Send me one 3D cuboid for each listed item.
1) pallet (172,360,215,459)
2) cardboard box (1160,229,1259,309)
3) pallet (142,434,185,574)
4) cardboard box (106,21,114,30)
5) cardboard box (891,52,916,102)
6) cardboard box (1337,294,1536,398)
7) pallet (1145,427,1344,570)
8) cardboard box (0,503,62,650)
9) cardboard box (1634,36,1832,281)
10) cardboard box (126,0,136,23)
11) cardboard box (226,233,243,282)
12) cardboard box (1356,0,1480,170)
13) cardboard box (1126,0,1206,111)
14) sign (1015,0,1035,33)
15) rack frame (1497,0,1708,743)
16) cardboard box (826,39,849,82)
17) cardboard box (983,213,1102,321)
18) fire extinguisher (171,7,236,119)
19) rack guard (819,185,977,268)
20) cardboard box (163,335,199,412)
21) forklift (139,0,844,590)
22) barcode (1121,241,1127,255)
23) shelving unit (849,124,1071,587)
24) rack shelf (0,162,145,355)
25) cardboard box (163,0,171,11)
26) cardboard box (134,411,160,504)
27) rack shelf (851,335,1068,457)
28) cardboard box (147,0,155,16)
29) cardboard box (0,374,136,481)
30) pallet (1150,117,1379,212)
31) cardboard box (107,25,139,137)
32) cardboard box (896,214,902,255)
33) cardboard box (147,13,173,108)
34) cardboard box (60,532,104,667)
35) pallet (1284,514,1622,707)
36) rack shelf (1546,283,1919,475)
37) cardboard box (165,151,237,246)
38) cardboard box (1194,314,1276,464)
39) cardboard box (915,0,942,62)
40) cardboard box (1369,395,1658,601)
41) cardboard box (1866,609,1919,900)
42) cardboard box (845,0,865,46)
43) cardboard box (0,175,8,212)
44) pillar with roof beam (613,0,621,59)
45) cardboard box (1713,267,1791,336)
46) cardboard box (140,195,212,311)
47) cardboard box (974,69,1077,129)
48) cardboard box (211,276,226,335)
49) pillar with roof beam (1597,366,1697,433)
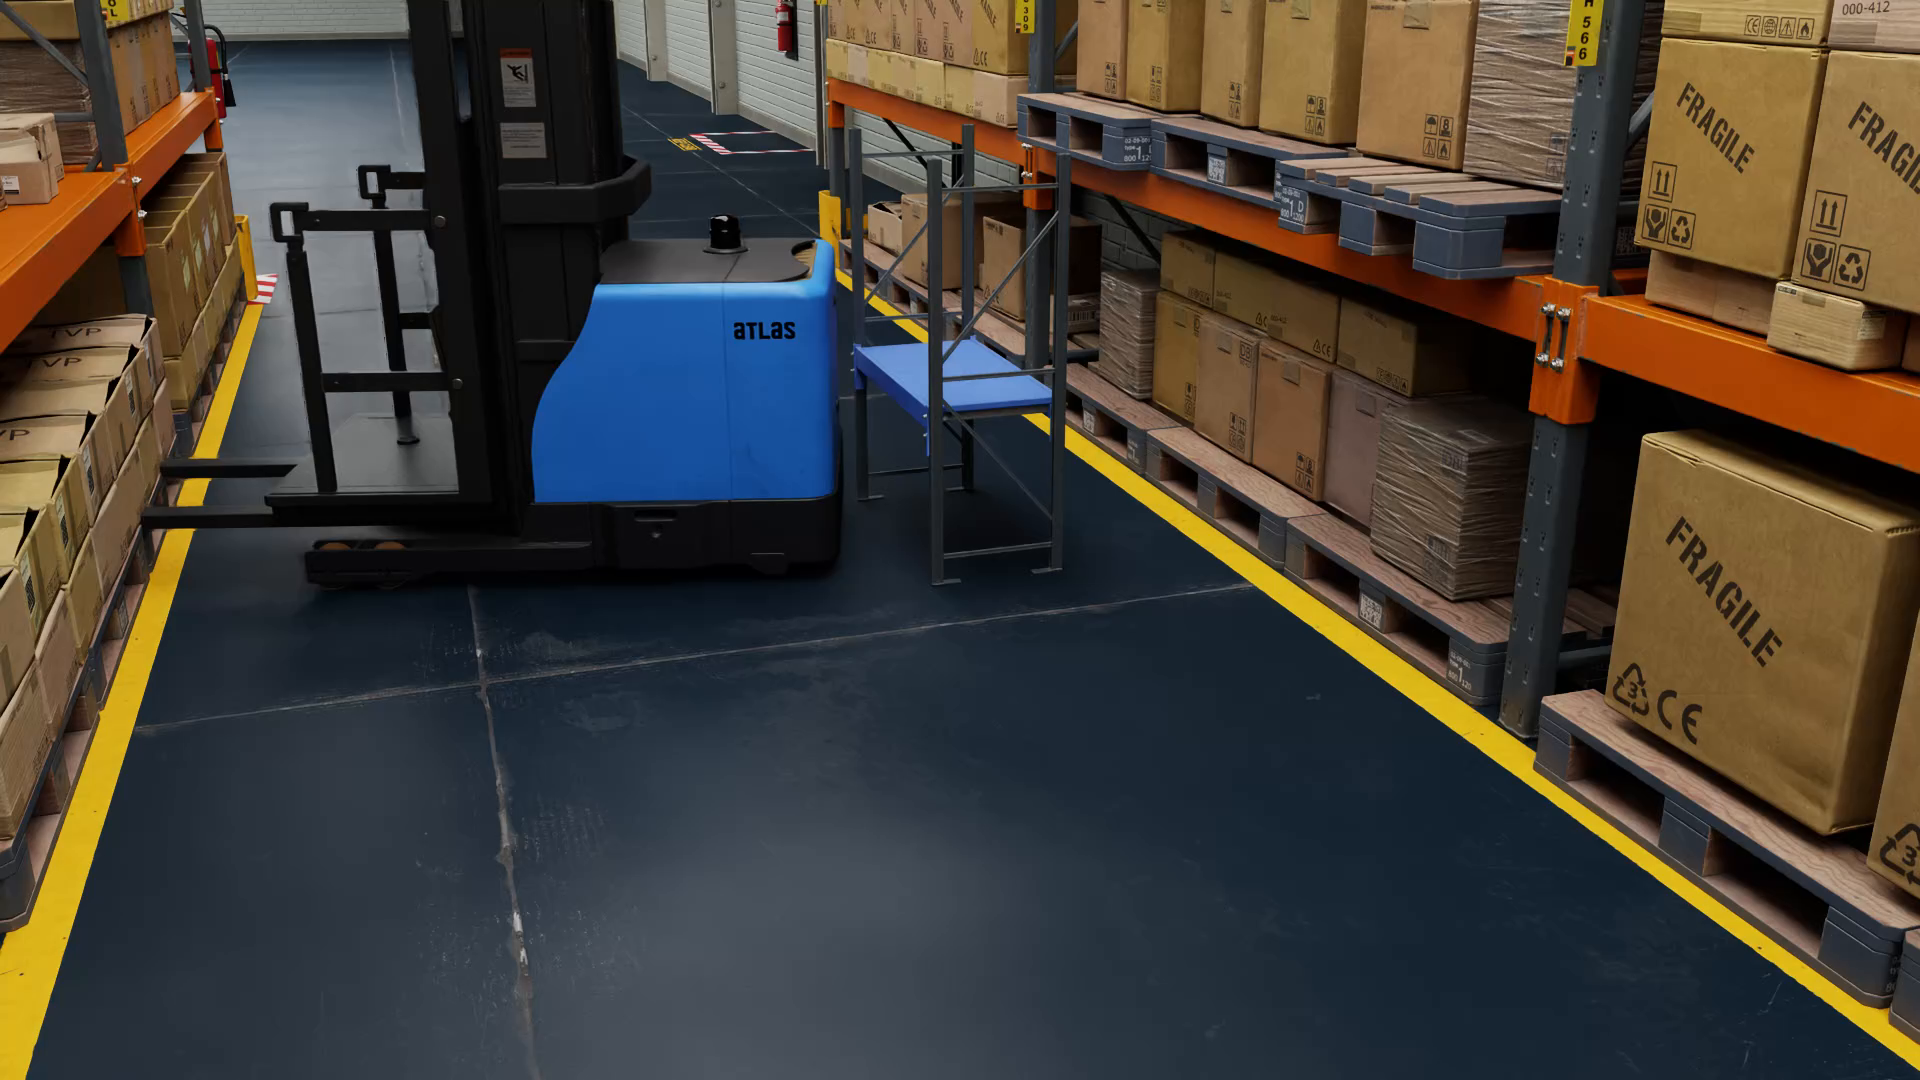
[{"bbox_3d":[-4.092,-0.604,7.787,1.003,0.211,1.213,-6,21,-17],"label":"pallet"},{"bbox_3d":[1.209,-1.193,7.237,0.500,0.250,0.500,-7,21,-18],"label":"cardboard box"},{"bbox_3d":[-3.613,-0.112,6.417,1.003,0.211,1.213,-6,21,-17],"label":"pallet"},{"bbox_3d":[-4.027,-2.363,7.451,0.380,0.149,0.250,-7,21,-18],"label":"cardboard box"},{"bbox_3d":[-0.097,-2.725,9.758,0.500,0.250,0.500,-6,21,-17],"label":"cardboard box"},{"bbox_3d":[1.682,-0.700,5.864,0.500,0.250,0.500,-6,21,-16],"label":"cardboard box"},{"bbox_3d":[1.453,-0.230,6.745,1.003,0.211,1.213,-6,21,-17],"label":"pallet"},{"bbox_3d":[-2.683,0.092,4.339,0.500,0.311,0.500,-7,21,-19],"label":"cardboard box"},{"bbox_3d":[1.987,-0.914,3.907,0.500,0.500,0.500,-6,21,-16],"label":"cardboard box"},{"bbox_3d":[-4.272,-2.613,8.146,0.380,0.149,0.250,-7,21,-18],"label":"cardboard box"},{"bbox_3d":[-4.690,-1.704,10.168,0.500,0.250,0.500,-6,21,-17],"label":"cardboard box"},{"bbox_3d":[1.719,-1.481,5.304,0.700,0.500,0.500,-8,21,-22],"label":"cardboard box"},{"bbox_3d":[1.116,-2.092,7.004,0.700,0.500,0.500,-4,20,-12],"label":"cardboard box"},{"bbox_3d":[0.307,-2.532,7.747,0.100,0.325,0.005,-6,21,-17],"label":"sign"},{"bbox_3d":[2.077,-0.901,4.487,1.000,3.000,0.127,-6,21,-17],"label":"rack frame"},{"bbox_3d":[-0.585,-3.217,11.127,0.500,0.250,0.500,-7,21,-19],"label":"cardboard box"},{"bbox_3d":[0.456,-1.544,9.325,0.500,0.500,0.500,-8,21,-21],"label":"cardboard box"},{"bbox_3d":[-4.735,-2.992,10.422,0.296,0.674,0.183,-6,21,-17],"label":"fire extinguisher"},{"bbox_3d":[-0.413,-2.267,11.990,1.175,0.500,0.348,-6,21,-17],"label":"rack guard"},{"bbox_3d":[-3.739,-0.742,7.490,0.500,0.250,0.500,-6,21,-17],"label":"cardboard box"},{"bbox_3d":[-1.974,-1.384,5.934,3.031,2.935,1.130,-1,20,-3],"label":"forklift"},{"bbox_3d":[0.878,-1.565,8.909,0.001,0.075,0.075,-6,21,-17],"label":"barcode"},{"bbox_3d":[-0.026,-0.733,6.239,0.538,1.500,1.048,-6,21,-17],"label":"shelving unit"},{"bbox_3d":[-3.253,-0.677,4.927,1.077,0.370,4.000,-6,21,-17],"label":"rack shelf"},{"bbox_3d":[-4.754,-3.107,9.521,0.380,0.149,0.250,-6,21,-16],"label":"cardboard box"},{"bbox_3d":[-3.319,-0.296,6.249,0.500,0.250,0.500,-7,21,-18],"label":"cardboard box"},{"bbox_3d":[-0.026,-0.564,6.300,0.538,0.185,1.000,-6,21,-17],"label":"rack shelf"},{"bbox_3d":[-4.514,-2.860,8.833,0.380,0.149,0.250,-6,21,-16],"label":"cardboard box"},{"bbox_3d":[-3.158,-0.398,5.705,0.500,0.311,0.500,-6,21,-17],"label":"cardboard box"},{"bbox_3d":[1.416,-1.442,6.276,1.003,0.211,1.213,-6,21,-17],"label":"pallet"},{"bbox_3d":[-4.353,-2.176,7.889,0.700,0.500,0.500,-6,21,-16],"label":"cardboard box"},{"bbox_3d":[-0.126,-1.995,10.861,0.500,0.311,0.500,-5,20,-13],"label":"cardboard box"},{"bbox_3d":[-4.834,-2.669,9.261,0.700,0.500,0.500,-6,21,-16],"label":"cardboard box"},{"bbox_3d":[-2.838,0.196,4.879,0.500,0.250,0.500,-7,21,-19],"label":"cardboard box"},{"bbox_3d":[1.833,0.161,5.657,1.003,0.211,1.213,-6,21,-17],"label":"pallet"},{"bbox_3d":[2.706,0.079,2.822,1.077,0.370,4.000,-6,21,-17],"label":"rack shelf"},{"bbox_3d":[-4.688,-2.057,10.042,0.500,0.500,0.500,-6,21,-17],"label":"cardboard box"},{"bbox_3d":[1.399,-0.652,6.842,0.700,0.500,0.500,-6,21,-17],"label":"cardboard box"},{"bbox_3d":[0.068,-2.917,9.185,0.500,0.500,0.500,-7,21,-19],"label":"cardboard box"},{"bbox_3d":[1.801,-0.157,5.463,0.700,0.500,0.500,-6,21,-16],"label":"cardboard box"},{"bbox_3d":[2.453,0.445,3.299,0.750,0.750,0.750,-6,21,-17],"label":"cardboard box"},{"bbox_3d":[-0.427,-3.415,10.570,0.500,0.500,0.500,-6,21,-17],"label":"cardboard box"},{"bbox_3d":[-3.490,-1.287,5.414,0.500,0.500,0.500,-5,20,-13],"label":"cardboard box"},{"bbox_3d":[-11.026,-13.403,30.420,9.100,9.000,0.400,-6,21,-17],"label":"pillar with roof beam"},{"bbox_3d":[2.032,-0.580,3.936,0.380,0.149,0.250,-6,21,-16],"label":"cardboard box"},{"bbox_3d":[-4.044,-1.416,8.260,0.500,0.500,0.500,-6,21,-17],"label":"cardboard box"},{"bbox_3d":[0.383,-2.243,8.417,0.500,0.250,0.500,-6,21,-17],"label":"cardboard box"},{"bbox_3d":[-4.207,-1.223,8.832,0.500,0.250,0.500,-6,21,-17],"label":"cardboard box"},{"bbox_3d":[-1.597,-3.776,3.617,9.100,9.000,0.400,-6,21,-17],"label":"pillar with roof beam"}]
